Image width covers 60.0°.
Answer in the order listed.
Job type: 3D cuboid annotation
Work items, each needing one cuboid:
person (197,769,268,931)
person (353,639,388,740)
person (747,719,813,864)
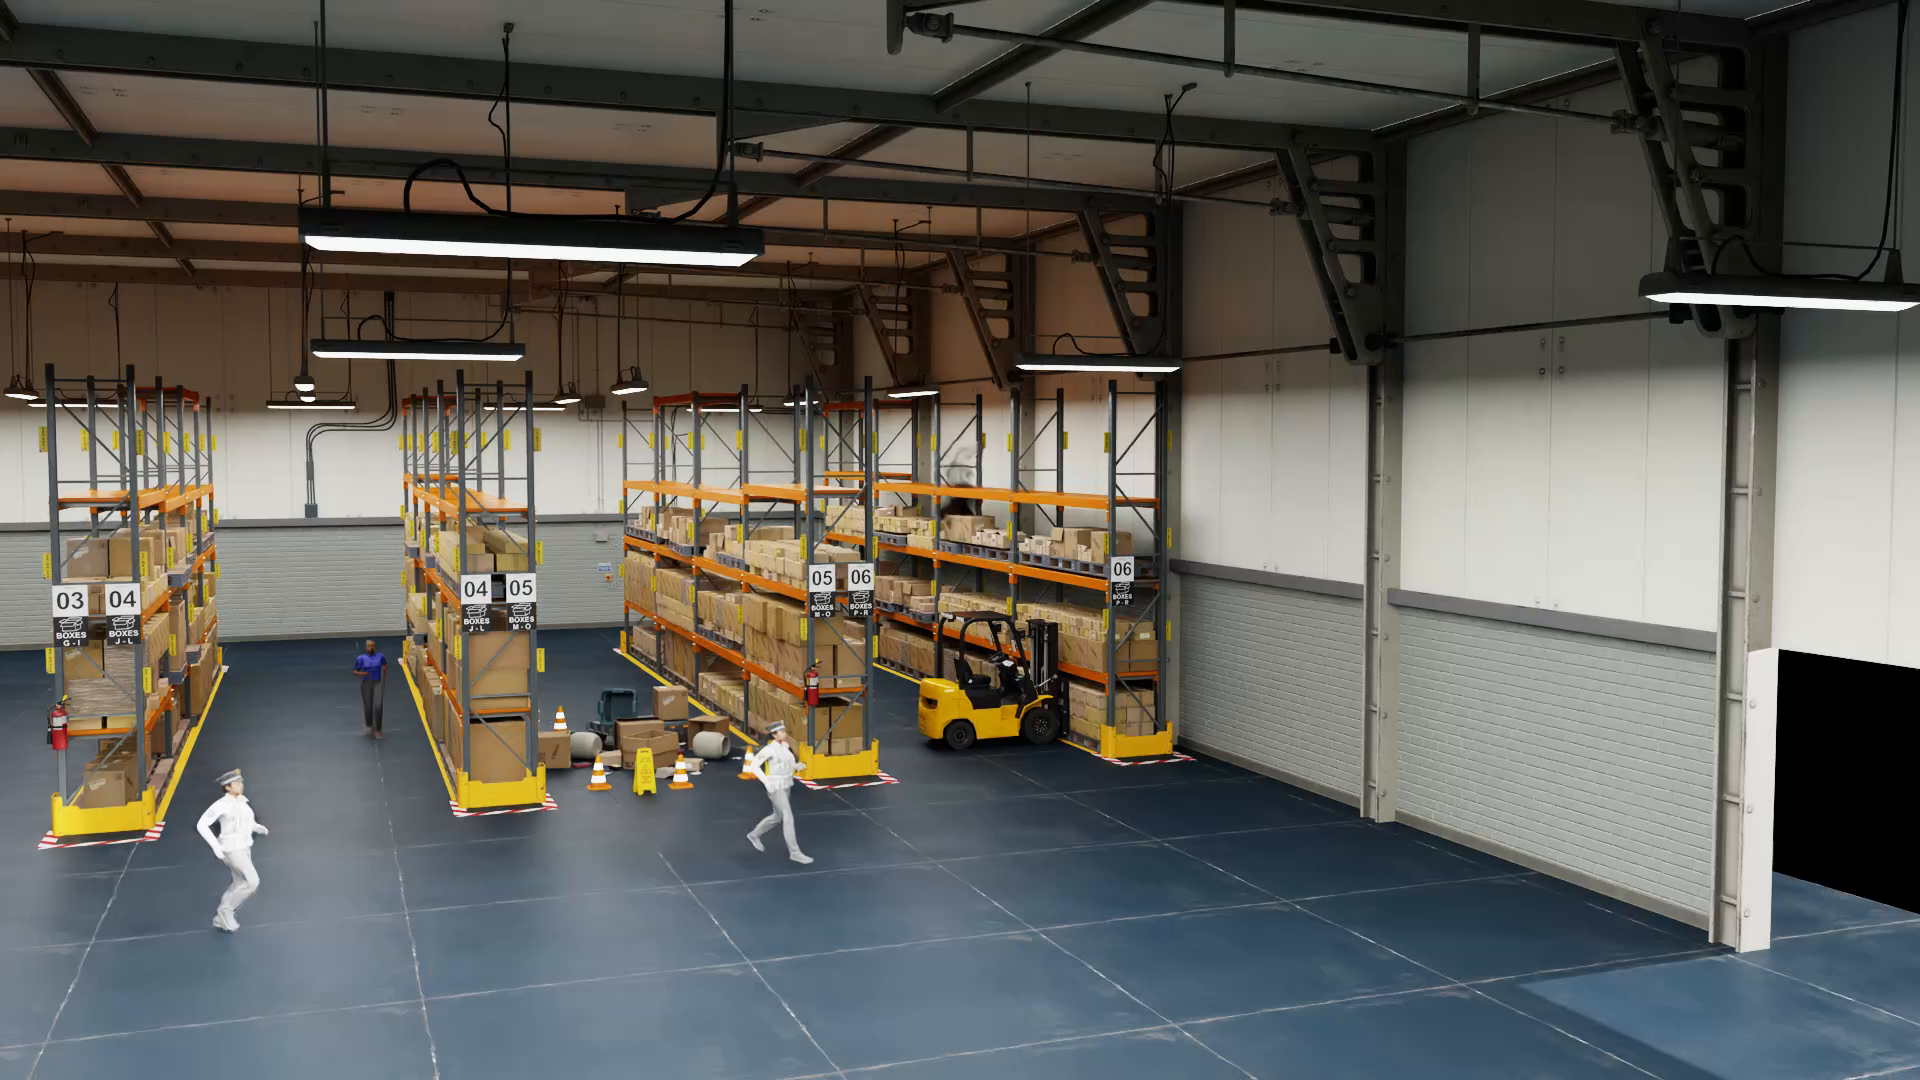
[{"bbox_3d":[-7.368,3.162,16.984,0.616,1.660,0.593,0,3,6],"label":"person"},{"bbox_3d":[-9.988,2.530,28.208,0.563,1.712,0.766,-1,4,-21],"label":"person"},{"bbox_3d":[-2.157,2.973,19.850,0.921,1.682,0.611,1,4,22],"label":"person"}]
